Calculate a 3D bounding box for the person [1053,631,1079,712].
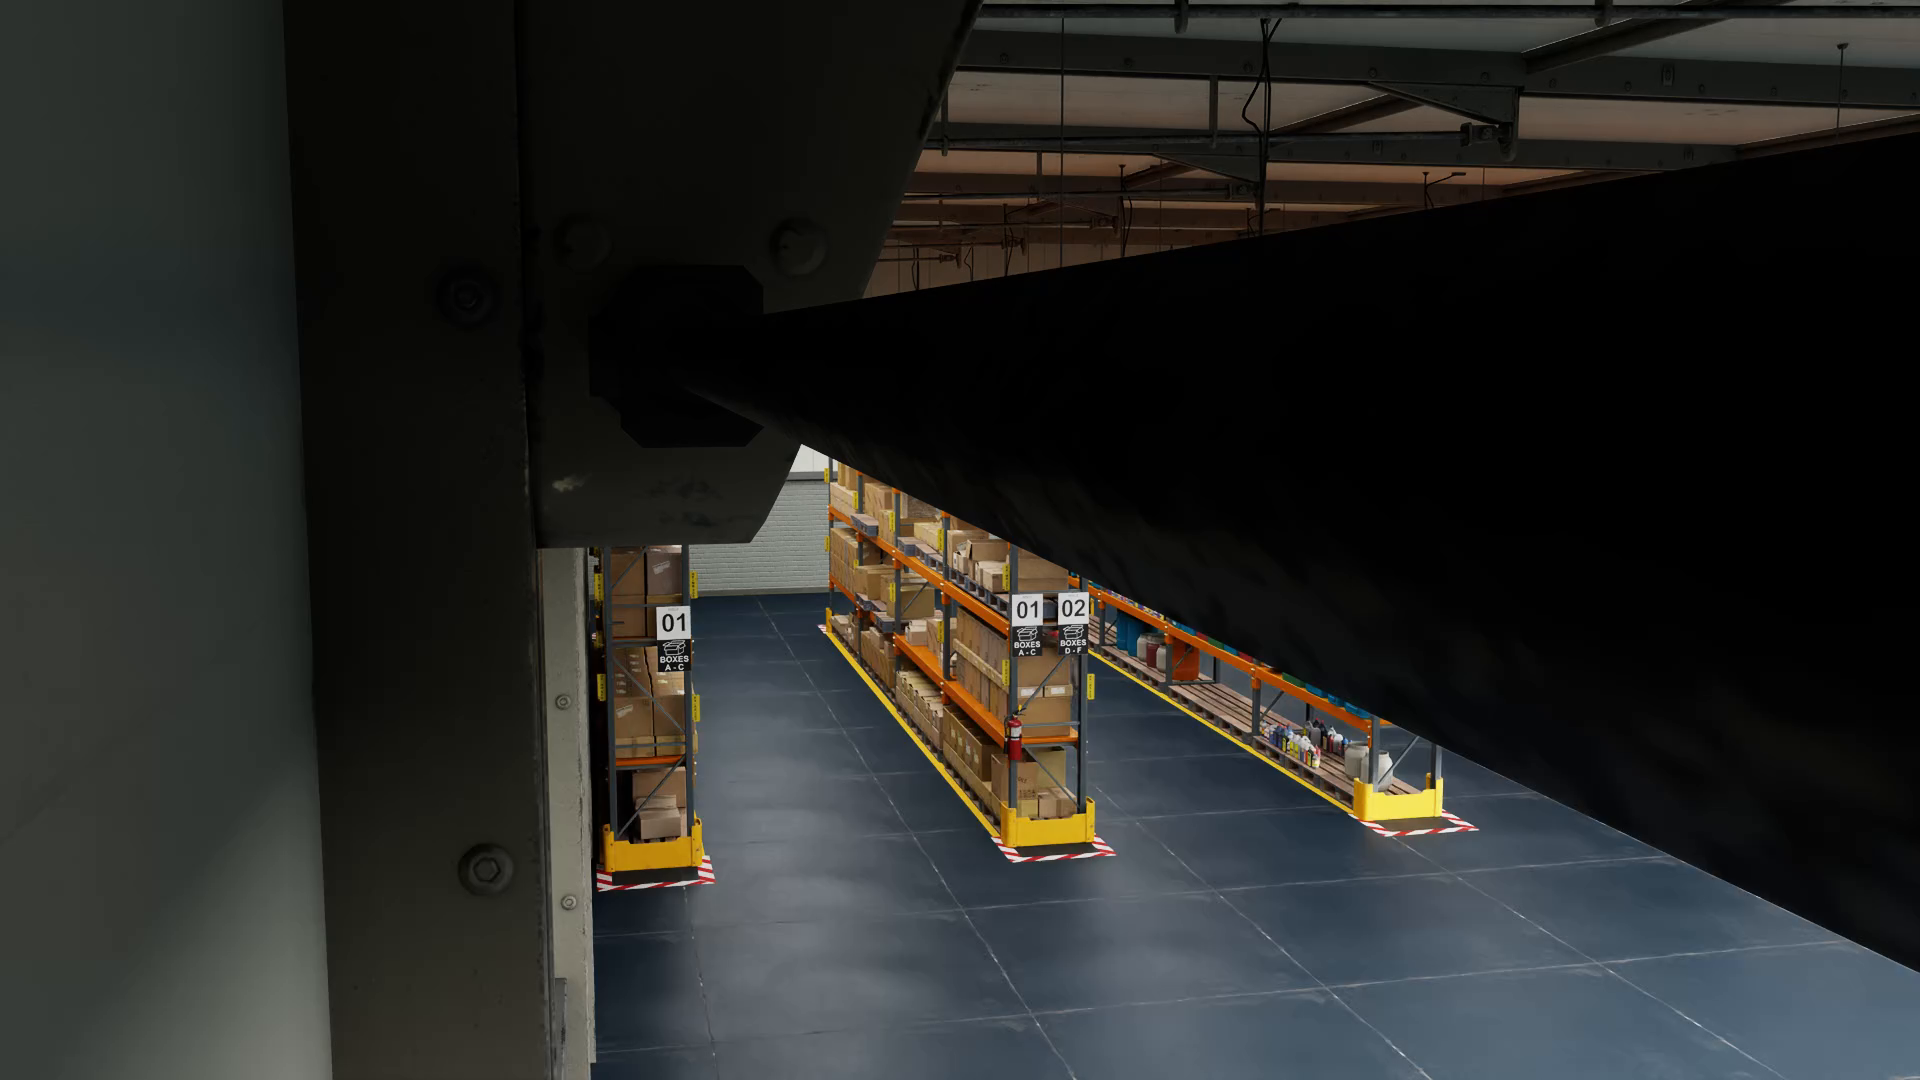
[{"bbox_3d":[1.914,2.121,28.495,0.659,1.686,0.566,-2,7,-14],"label":"person"}]
